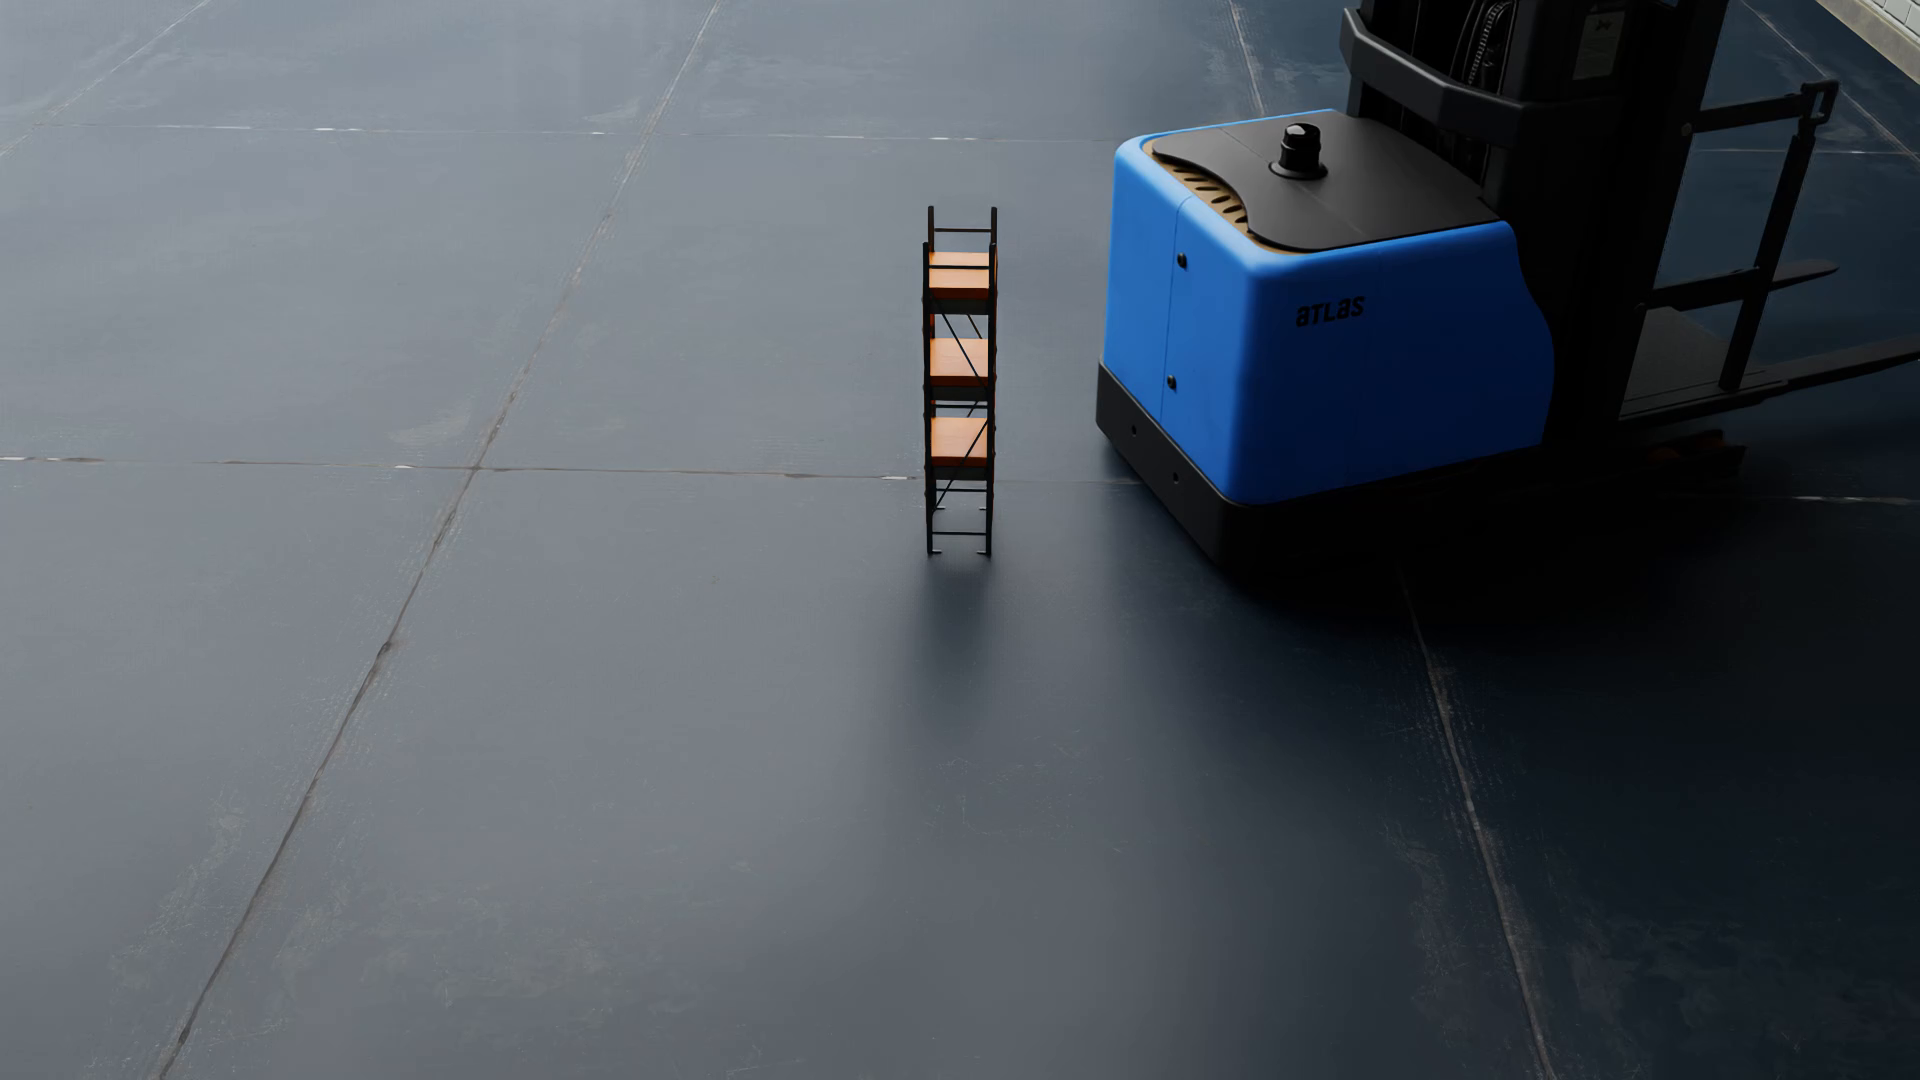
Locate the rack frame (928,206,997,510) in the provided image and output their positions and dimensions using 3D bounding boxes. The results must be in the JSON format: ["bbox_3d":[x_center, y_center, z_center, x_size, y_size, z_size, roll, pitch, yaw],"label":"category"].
[{"bbox_3d":[0.007,-0.530,5.092,0.200,1.050,0.008,1,35,2],"label":"rack frame"}]

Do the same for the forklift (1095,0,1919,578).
[{"bbox_3d":[2.037,-1.605,4.985,3.031,2.935,1.130,-12,37,-17],"label":"forklift"}]

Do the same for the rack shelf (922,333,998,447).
[{"bbox_3d":[0.002,-0.452,4.998,0.215,0.259,0.240,1,35,2],"label":"rack shelf"}]

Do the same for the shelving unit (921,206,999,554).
[{"bbox_3d":[0.002,-0.460,4.992,0.215,1.050,0.252,1,35,2],"label":"shelving unit"}]

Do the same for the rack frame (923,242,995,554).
[{"bbox_3d":[-0.003,-0.390,4.892,0.200,1.050,0.008,1,35,2],"label":"rack frame"}]

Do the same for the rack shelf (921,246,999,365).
[{"bbox_3d":[0.002,-0.684,4.835,0.215,0.259,0.240,1,35,2],"label":"rack shelf"}]

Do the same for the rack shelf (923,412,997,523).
[{"bbox_3d":[0.002,-0.224,5.158,0.215,0.259,0.240,1,35,2],"label":"rack shelf"}]
